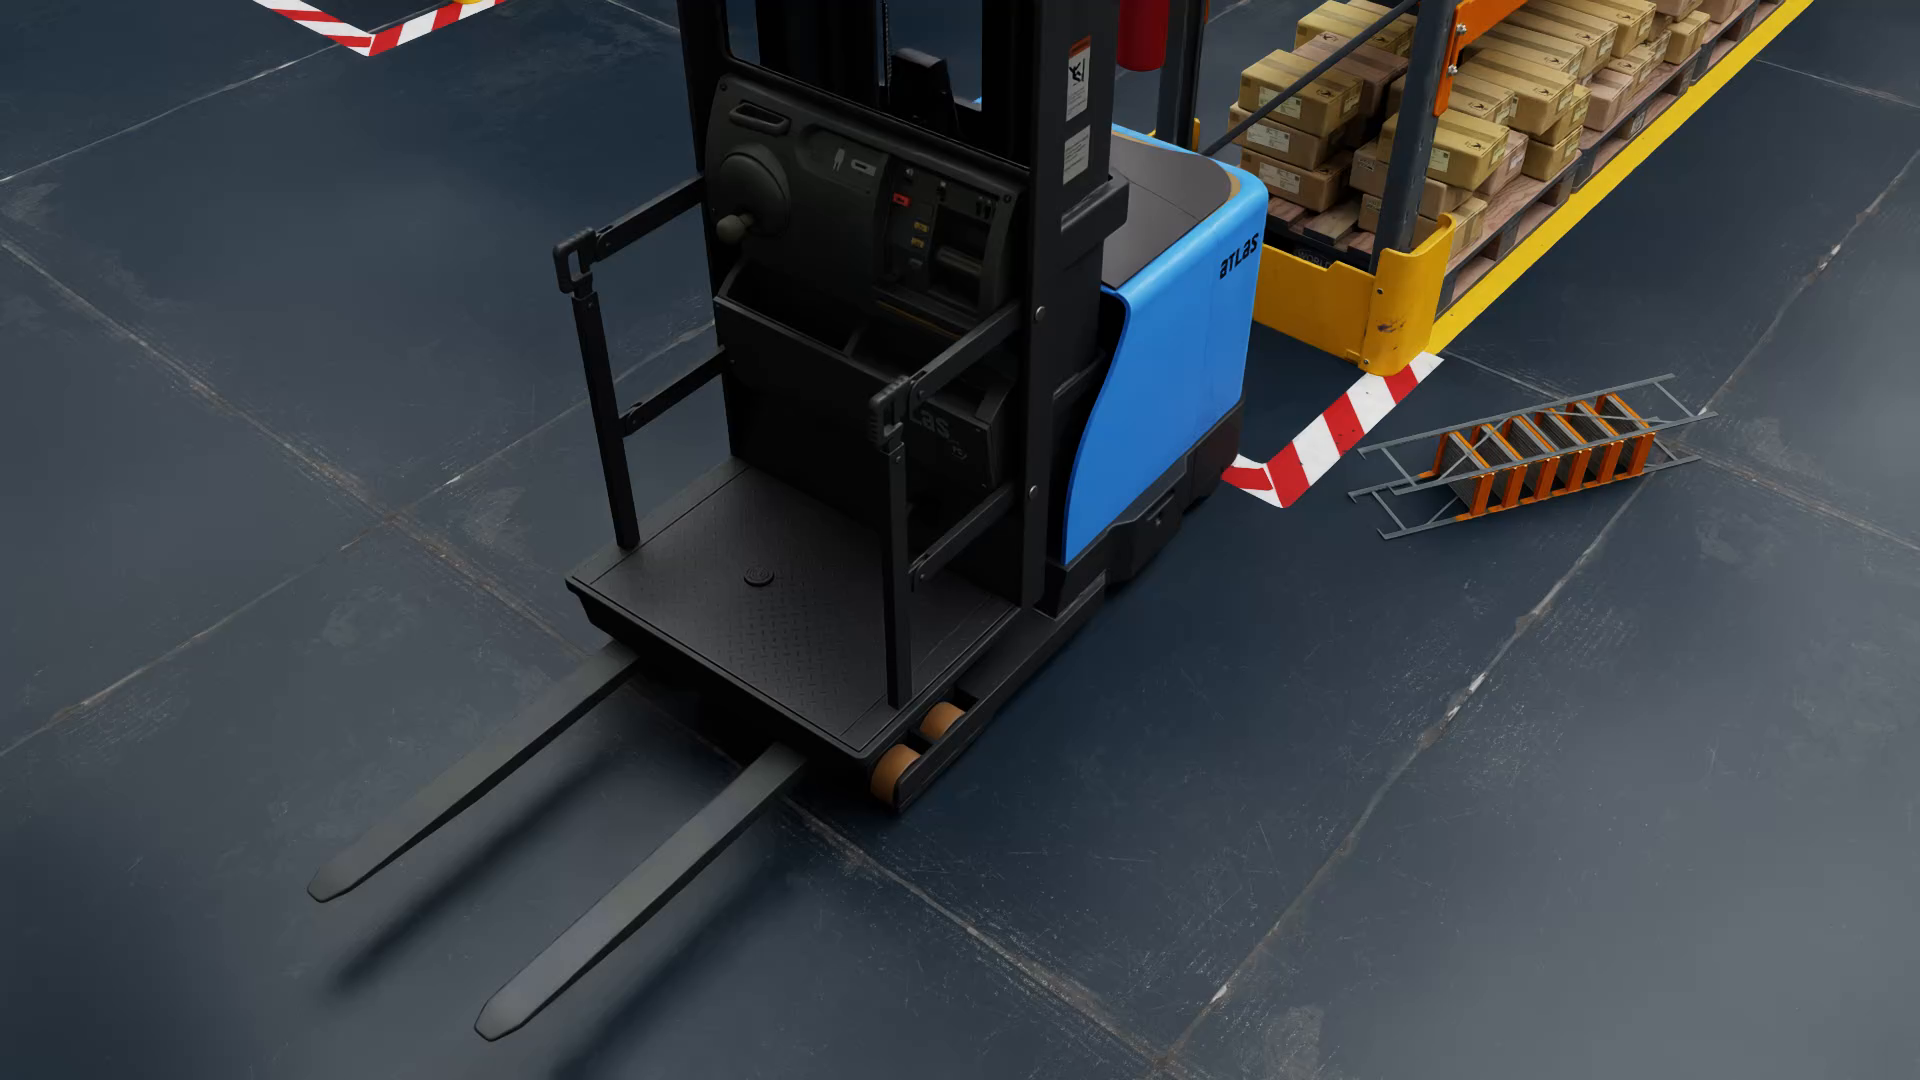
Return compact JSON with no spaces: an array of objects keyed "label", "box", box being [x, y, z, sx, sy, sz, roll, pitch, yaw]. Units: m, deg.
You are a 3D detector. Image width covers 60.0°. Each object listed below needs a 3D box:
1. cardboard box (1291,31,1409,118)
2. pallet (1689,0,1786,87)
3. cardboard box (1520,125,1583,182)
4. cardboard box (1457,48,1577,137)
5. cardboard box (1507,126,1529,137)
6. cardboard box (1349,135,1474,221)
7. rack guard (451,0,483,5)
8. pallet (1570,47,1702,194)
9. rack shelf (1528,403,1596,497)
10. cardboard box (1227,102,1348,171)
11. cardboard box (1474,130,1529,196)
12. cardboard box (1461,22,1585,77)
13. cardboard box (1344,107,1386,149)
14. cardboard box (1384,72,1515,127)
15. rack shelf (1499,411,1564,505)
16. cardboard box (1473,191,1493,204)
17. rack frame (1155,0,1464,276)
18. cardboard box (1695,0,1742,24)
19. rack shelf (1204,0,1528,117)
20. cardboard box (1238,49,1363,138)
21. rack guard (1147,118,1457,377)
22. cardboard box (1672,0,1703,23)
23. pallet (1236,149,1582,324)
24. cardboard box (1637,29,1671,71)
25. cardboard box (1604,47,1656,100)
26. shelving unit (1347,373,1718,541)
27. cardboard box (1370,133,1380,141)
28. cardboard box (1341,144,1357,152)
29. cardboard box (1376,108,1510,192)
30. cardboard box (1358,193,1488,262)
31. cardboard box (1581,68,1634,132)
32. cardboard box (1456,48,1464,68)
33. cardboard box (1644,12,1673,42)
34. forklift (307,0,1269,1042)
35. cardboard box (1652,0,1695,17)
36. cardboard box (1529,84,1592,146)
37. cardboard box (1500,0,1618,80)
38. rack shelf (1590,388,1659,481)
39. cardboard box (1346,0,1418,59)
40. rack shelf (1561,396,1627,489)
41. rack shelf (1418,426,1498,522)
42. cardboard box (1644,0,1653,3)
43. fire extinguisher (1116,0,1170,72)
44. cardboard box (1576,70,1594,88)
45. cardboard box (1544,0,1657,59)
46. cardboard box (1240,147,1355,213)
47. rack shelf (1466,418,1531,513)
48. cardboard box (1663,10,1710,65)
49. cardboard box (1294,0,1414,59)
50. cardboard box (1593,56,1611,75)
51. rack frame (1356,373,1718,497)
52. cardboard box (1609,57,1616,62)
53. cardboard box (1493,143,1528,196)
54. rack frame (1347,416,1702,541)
[{"label":"cardboard box","box":[1.478,-1.779,6.341,0.380,0.149,0.250,30,50,29]},{"label":"pallet","box":[3.295,-2.638,7.994,1.003,0.211,1.213,29,50,28]},{"label":"cardboard box","box":[2.217,-1.588,6.574,0.380,0.149,0.250,30,50,29]},{"label":"cardboard box","box":[2.068,-1.683,6.236,0.380,0.149,0.250,29,50,28]},{"label":"cardboard box","box":[1.969,-1.621,6.389,0.380,0.149,0.250,30,50,29]},{"label":"cardboard box","box":[1.659,-1.340,6.080,0.380,0.149,0.250,32,51,30]},{"label":"rack guard","box":[-2.744,-3.125,8.315,1.175,0.500,0.348,29,50,28]},{"label":"pallet","box":[2.510,-2.007,7.300,1.003,0.211,1.213,29,50,28]},{"label":"rack shelf","box":[1.936,-0.296,5.431,0.103,0.180,0.258,-13,44,-14]},{"label":"cardboard box","box":[1.247,-1.577,6.341,0.380,0.149,0.250,28,49,27]},{"label":"cardboard box","box":[1.879,-1.457,6.208,0.380,0.149,0.250,29,50,28]},{"label":"cardboard box","box":[2.165,-1.846,6.416,0.380,0.149,0.250,27,49,27]},{"label":"cardboard box","box":[1.456,-1.688,6.463,0.380,0.149,0.250,28,49,28]},{"label":"cardboard box","box":[1.808,-1.608,6.154,0.380,0.149,0.250,30,50,29]},{"label":"rack shelf","box":[1.823,-0.269,5.402,0.103,0.180,0.258,-13,44,-14]},{"label":"cardboard box","box":[1.814,-1.373,6.337,0.380,0.149,0.250,29,50,28]},{"label":"rack frame","box":[1.126,-1.971,5.188,1.000,3.000,0.127,29,50,28]},{"label":"cardboard box","box":[3.356,-2.520,7.599,0.380,0.149,0.250,28,49,27]},{"label":"rack shelf","box":[2.413,-2.735,6.563,1.077,0.370,4.000,29,50,28]},{"label":"cardboard box","box":[1.272,-1.674,6.226,0.380,0.149,0.250,30,50,29]},{"label":"rack guard","box":[1.175,-1.085,6.072,1.175,0.500,0.348,29,50,28]},{"label":"cardboard box","box":[3.031,-2.425,7.273,0.380,0.149,0.250,31,51,29]},{"label":"pallet","box":[1.725,-1.381,6.612,1.003,0.211,1.213,29,50,28]},{"label":"cardboard box","box":[2.823,-2.144,7.185,0.380,0.149,0.250,30,50,29]},{"label":"cardboard box","box":[2.693,-2.005,7.032,0.380,0.149,0.250,30,50,28]},{"label":"shelving unit","box":[1.865,-0.279,5.413,1.200,0.189,0.258,-13,44,-14]},{"label":"cardboard box","box":[1.629,-1.708,6.706,0.380,0.149,0.250,29,50,28]},{"label":"cardboard box","box":[1.393,-1.609,6.597,0.380,0.149,0.250,31,51,30]},{"label":"cardboard box","box":[1.723,-1.414,5.941,0.380,0.149,0.250,27,49,27]},{"label":"cardboard box","box":[1.708,-1.203,6.150,0.380,0.149,0.250,31,50,29]},{"label":"cardboard box","box":[2.535,-1.851,6.863,0.380,0.149,0.250,27,49,27]},{"label":"cardboard box","box":[1.832,-1.939,6.739,0.380,0.149,0.250,29,50,28]},{"label":"cardboard box","box":[2.844,-2.296,7.131,0.380,0.149,0.250,27,49,27]},{"label":"forklift","box":[-0.384,-0.748,3.894,1.130,2.935,3.031,27,49,27]},{"label":"cardboard box","box":[2.887,-2.352,6.972,0.380,0.149,0.250,28,49,27]},{"label":"cardboard box","box":[2.217,-1.706,6.483,0.380,0.149,0.250,31,51,30]},{"label":"cardboard box","box":[2.350,-1.985,6.568,0.380,0.149,0.250,32,51,30]},{"label":"rack shelf","box":[2.162,-0.350,5.491,0.103,0.180,0.258,-13,44,-14]},{"label":"cardboard box","box":[1.763,-2.073,6.665,0.380,0.149,0.250,27,49,27]},{"label":"rack shelf","box":[2.049,-0.323,5.461,0.103,0.180,0.258,-13,44,-14]},{"label":"rack shelf","box":[1.597,-0.215,5.342,0.103,0.180,0.258,-13,44,-14]},{"label":"cardboard box","box":[2.643,-2.271,6.883,0.380,0.149,0.250,30,50,29]},{"label":"fire extinguisher","box":[0.610,-1.875,5.417,0.296,0.674,0.183,29,50,28]},{"label":"cardboard box","box":[2.315,-1.884,6.678,0.380,0.149,0.250,27,49,27]},{"label":"cardboard box","box":[2.555,-2.101,6.695,0.380,0.149,0.250,30,50,29]},{"label":"cardboard box","box":[1.305,-1.433,6.403,0.380,0.149,0.250,30,50,29]},{"label":"rack shelf","box":[1.710,-0.242,5.372,0.103,0.180,0.258,-13,44,-14]},{"label":"cardboard box","box":[3.042,-2.249,7.301,0.380,0.149,0.250,29,50,28]},{"label":"cardboard box","box":[1.548,-1.967,6.548,0.380,0.149,0.250,28,49,28]},{"label":"cardboard box","box":[2.458,-2.042,6.852,0.380,0.149,0.250,32,51,30]},{"label":"rack frame","box":[1.865,-0.346,5.351,1.200,0.006,0.240,-13,44,-14]},{"label":"cardboard box","box":[2.639,-2.176,7.000,0.380,0.149,0.250,32,51,30]},{"label":"cardboard box","box":[1.968,-1.504,6.481,0.380,0.149,0.250,30,50,29]},{"label":"rack frame","box":[1.865,-0.211,5.474,1.200,0.006,0.240,-13,44,-14]}]
